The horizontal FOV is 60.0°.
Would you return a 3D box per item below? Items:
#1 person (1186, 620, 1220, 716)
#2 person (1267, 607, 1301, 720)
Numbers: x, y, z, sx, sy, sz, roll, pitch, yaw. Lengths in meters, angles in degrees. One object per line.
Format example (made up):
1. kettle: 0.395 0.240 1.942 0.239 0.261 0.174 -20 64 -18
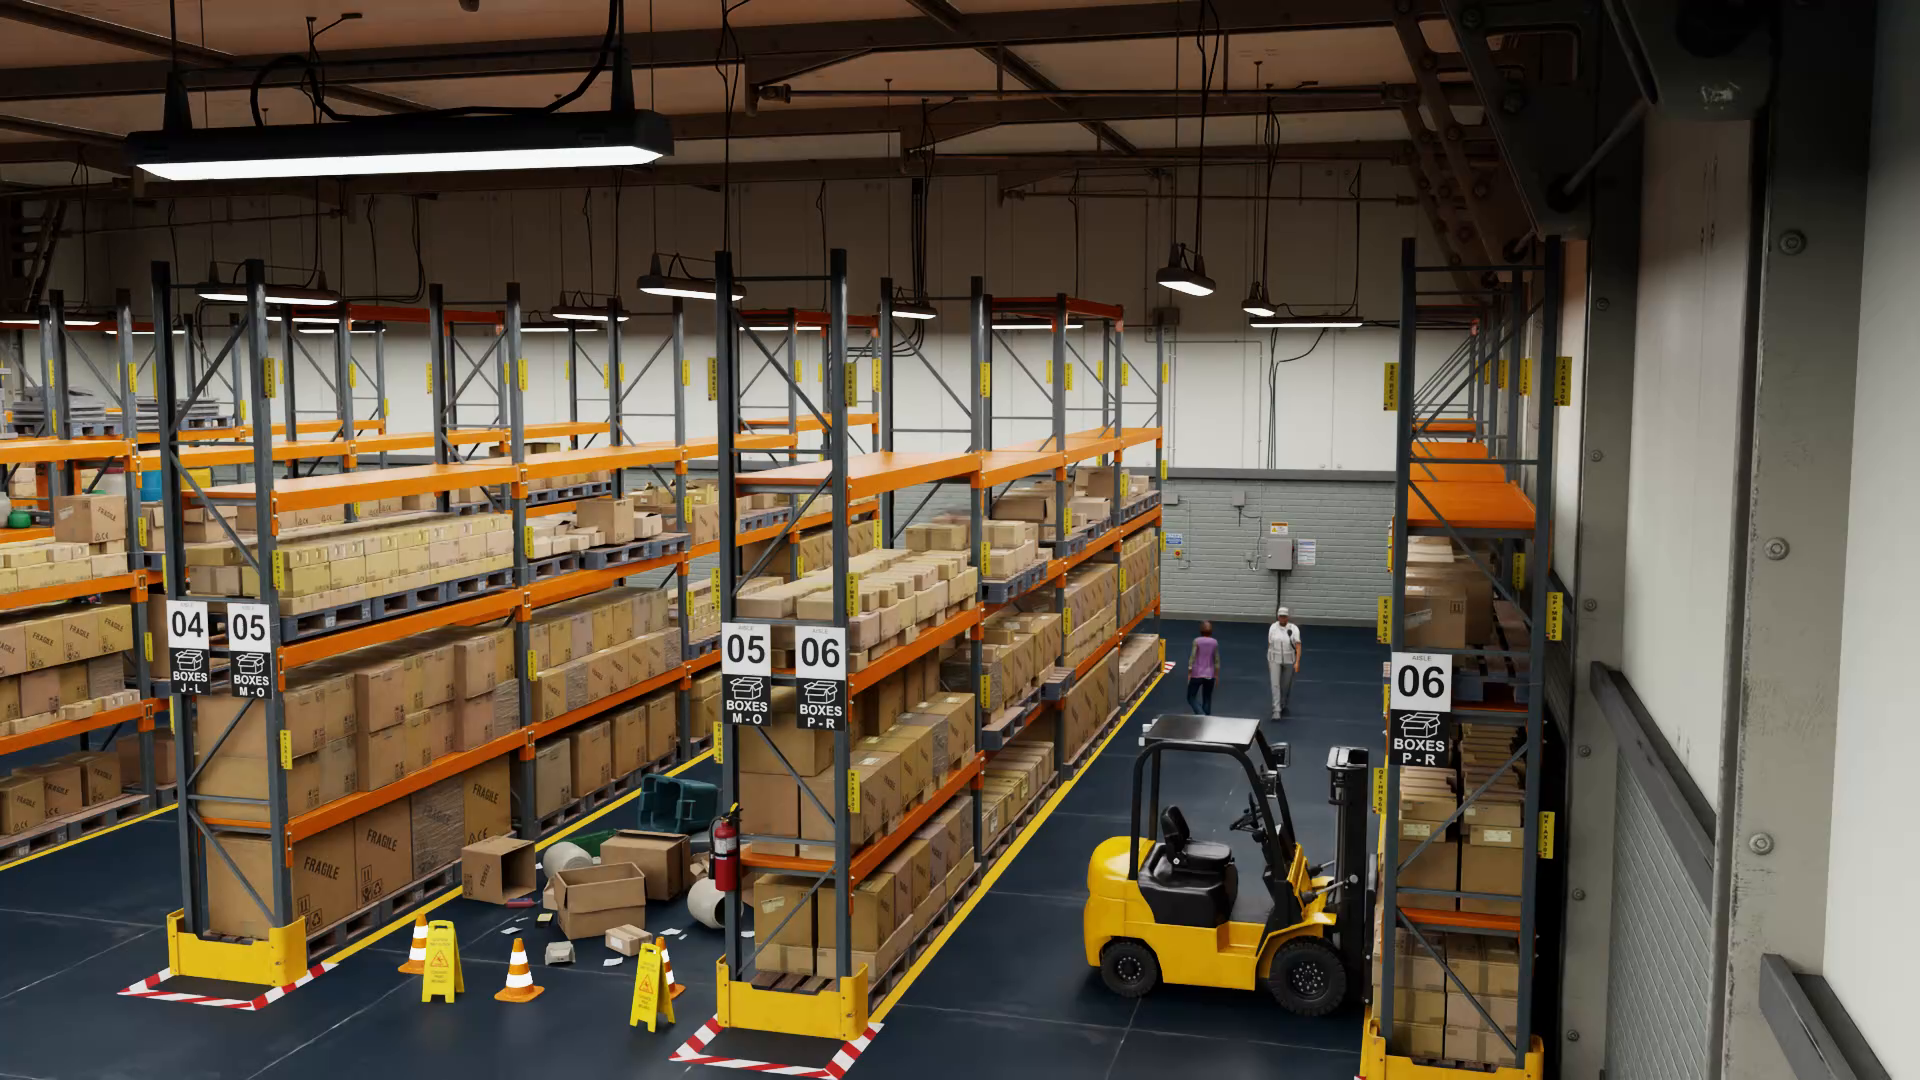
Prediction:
1. person: 3.399 1.923 23.155 0.469 1.602 0.547 -1 6 -8
2. person: 4.757 1.777 24.415 0.483 1.600 1.064 1 6 6
